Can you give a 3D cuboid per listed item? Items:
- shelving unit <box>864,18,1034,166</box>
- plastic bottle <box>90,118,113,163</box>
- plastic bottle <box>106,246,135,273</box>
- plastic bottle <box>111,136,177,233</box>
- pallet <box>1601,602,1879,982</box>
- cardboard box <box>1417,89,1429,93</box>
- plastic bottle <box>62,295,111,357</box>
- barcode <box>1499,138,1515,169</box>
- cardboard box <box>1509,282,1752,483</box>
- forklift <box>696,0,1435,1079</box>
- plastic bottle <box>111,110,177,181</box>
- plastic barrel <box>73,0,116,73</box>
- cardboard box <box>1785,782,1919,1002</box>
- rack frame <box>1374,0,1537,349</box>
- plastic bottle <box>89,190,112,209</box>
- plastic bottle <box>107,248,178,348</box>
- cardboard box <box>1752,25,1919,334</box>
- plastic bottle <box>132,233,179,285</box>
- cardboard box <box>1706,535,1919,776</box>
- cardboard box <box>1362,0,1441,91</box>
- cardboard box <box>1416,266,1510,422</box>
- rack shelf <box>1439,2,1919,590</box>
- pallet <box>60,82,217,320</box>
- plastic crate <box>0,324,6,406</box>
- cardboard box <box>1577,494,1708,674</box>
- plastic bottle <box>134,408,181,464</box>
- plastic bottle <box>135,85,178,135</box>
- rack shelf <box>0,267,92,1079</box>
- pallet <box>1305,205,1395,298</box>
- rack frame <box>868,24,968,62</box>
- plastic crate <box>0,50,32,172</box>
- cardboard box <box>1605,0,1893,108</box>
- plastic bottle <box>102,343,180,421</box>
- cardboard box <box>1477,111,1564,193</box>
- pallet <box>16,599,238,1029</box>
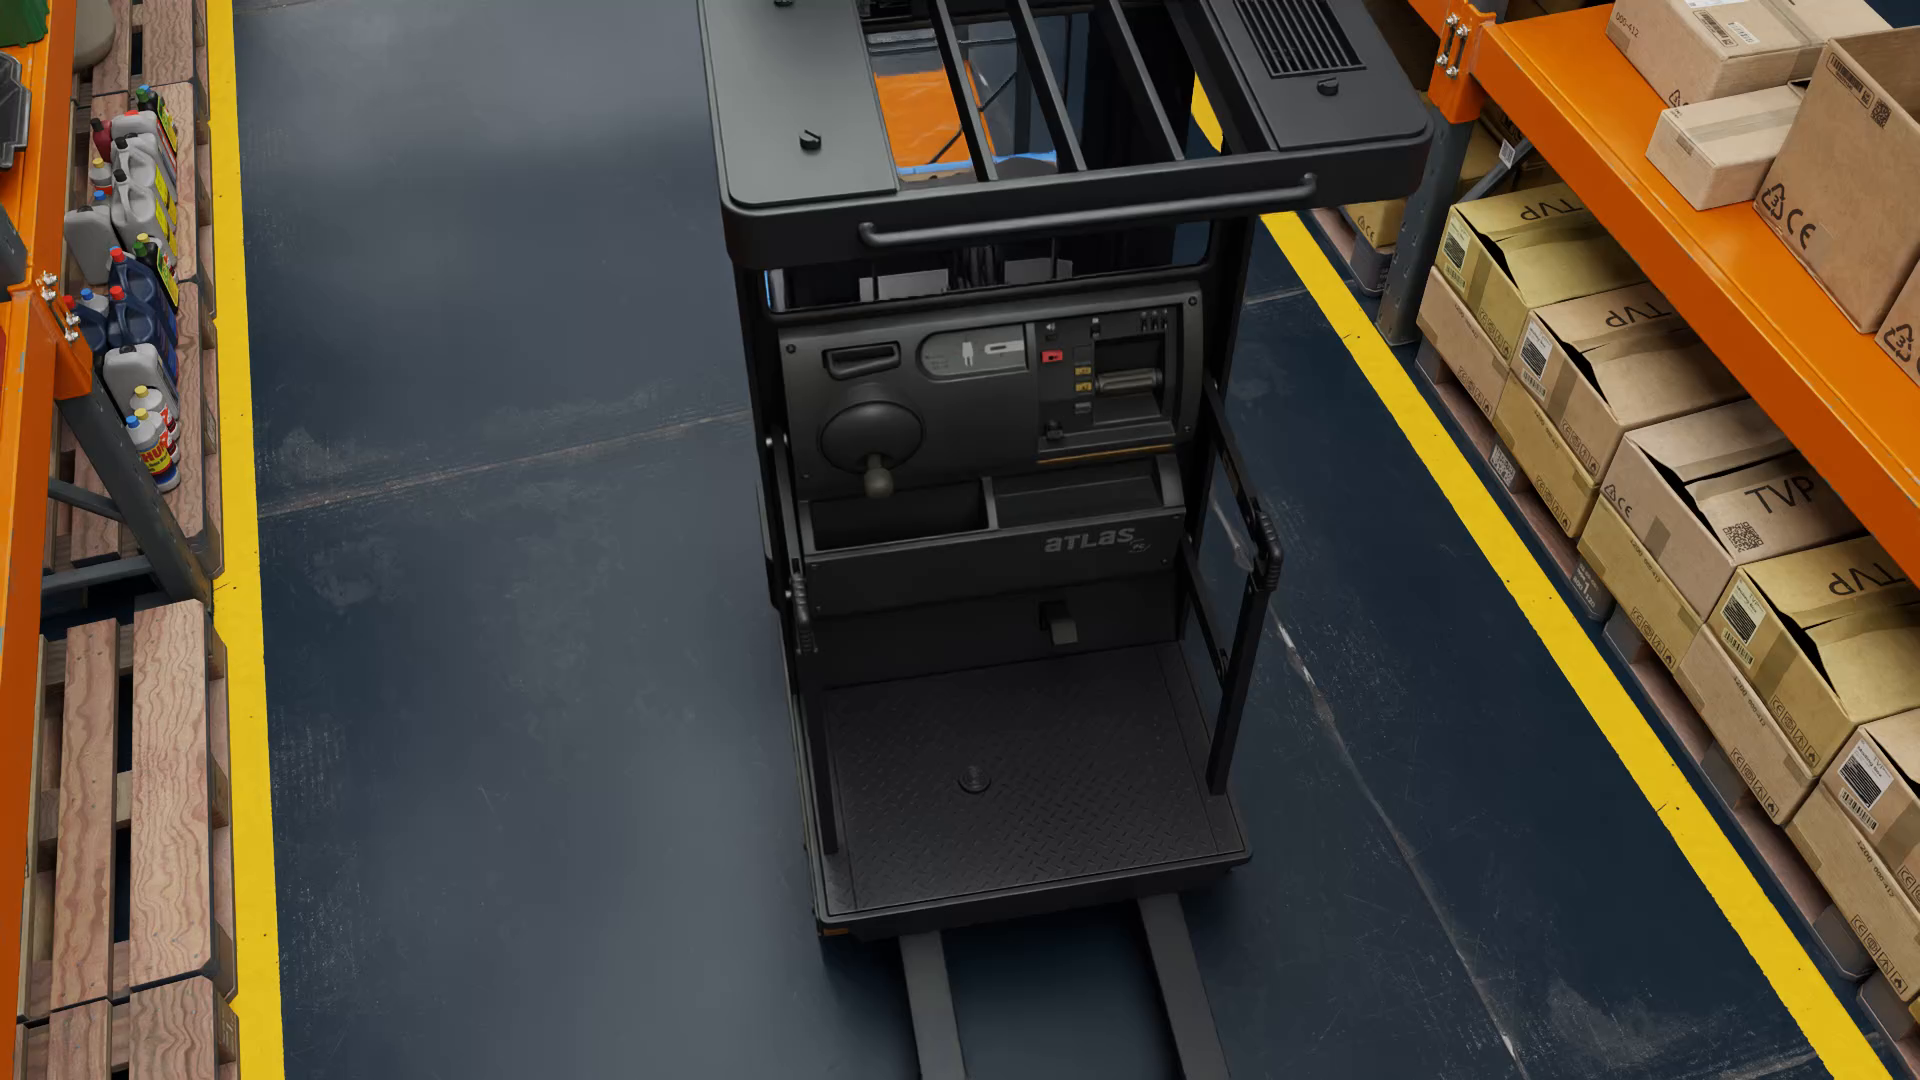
[{"bbox_3d":[-0.132,-1.321,5.382,0.587,1.500,1.083,-8,50,-6],"label":"shelving unit"},{"bbox_3d":[-3.046,-1.406,5.962,0.061,0.283,0.133,-13,51,-11],"label":"plastic bottle"},{"bbox_3d":[-2.749,-0.858,5.508,0.097,0.271,0.097,0,50,0],"label":"plastic bottle"},{"bbox_3d":[-2.850,-1.231,5.771,0.144,0.351,0.185,-11,51,-9],"label":"plastic bottle"},{"bbox_3d":[2.581,0.528,4.667,1.003,0.211,1.213,-13,51,-11],"label":"pallet"},{"bbox_3d":[1.477,-1.698,6.244,0.500,0.250,0.500,-13,51,-11],"label":"cardboard box"},{"bbox_3d":[-2.751,-0.614,5.251,0.144,0.351,0.185,-13,51,-11],"label":"plastic bottle"},{"bbox_3d":[1.639,-1.158,4.983,0.001,0.075,0.075,-13,51,-11],"label":"barcode"},{"bbox_3d":[1.989,-0.497,4.864,0.500,0.311,0.500,-14,51,-11],"label":"cardboard box"},{"bbox_3d":[0.117,-0.219,3.517,1.130,2.935,3.031,-8,50,-6],"label":"forklift"},{"bbox_3d":[-2.944,-1.428,5.986,0.152,0.276,0.135,-13,51,-11],"label":"plastic bottle"},{"bbox_3d":[-3.538,-2.101,6.412,0.421,0.512,0.421,0,50,0],"label":"plastic barrel"},{"bbox_3d":[2.454,0.807,4.131,0.500,0.250,0.500,-12,51,-10],"label":"cardboard box"},{"bbox_3d":[1.962,-1.793,4.799,1.000,3.000,0.127,-13,51,-11],"label":"rack frame"},{"bbox_3d":[-2.953,-1.123,5.778,0.097,0.201,0.097,0,50,0],"label":"plastic bottle"},{"bbox_3d":[-2.669,-0.785,5.394,0.144,0.351,0.185,-15,52,-13],"label":"plastic bottle"},{"bbox_3d":[2.329,-0.875,3.961,0.500,0.500,0.500,-10,51,-8],"label":"cardboard box"},{"bbox_3d":[-2.731,-0.948,5.630,0.097,0.201,0.097,0,50,0],"label":"plastic bottle"},{"bbox_3d":[2.302,0.258,4.227,0.500,0.311,0.500,-12,51,-10],"label":"cardboard box"},{"bbox_3d":[1.479,-1.940,5.957,0.500,0.500,0.500,-13,51,-11],"label":"cardboard box"},{"bbox_3d":[1.844,-0.691,5.394,0.500,0.250,0.500,-14,51,-12],"label":"cardboard box"},{"bbox_3d":[2.553,-0.100,3.843,1.077,0.370,4.000,-13,51,-11],"label":"rack shelf"},{"bbox_3d":[-3.295,-1.169,6.098,1.003,0.211,1.213,-13,51,-11],"label":"pallet"},{"bbox_3d":[-2.336,-0.411,3.593,0.402,0.464,0.583,-13,51,-11],"label":"plastic crate"},{"bbox_3d":[2.150,0.060,4.761,0.500,0.250,0.500,-15,51,-12],"label":"cardboard box"},{"bbox_3d":[-2.477,-0.321,5.101,0.097,0.201,0.097,0,50,0],"label":"plastic bottle"},{"bbox_3d":[-2.992,-1.594,6.175,0.097,0.201,0.097,0,50,0],"label":"plastic bottle"},{"bbox_3d":[-2.180,1.017,2.901,1.077,0.370,4.000,-13,51,-11],"label":"rack shelf"},{"bbox_3d":[1.766,-1.484,6.363,1.003,0.211,1.213,-13,51,-11],"label":"pallet"},{"bbox_3d":[-0.221,-1.710,5.711,0.500,1.500,0.032,-8,50,-6],"label":"rack frame"},{"bbox_3d":[-2.805,-1.066,4.228,0.767,0.338,0.504,-13,51,-11],"label":"plastic crate"},{"bbox_3d":[2.149,-1.395,4.562,0.500,0.250,0.500,-10,51,-9],"label":"cardboard box"},{"bbox_3d":[-2.569,-0.501,5.204,0.152,0.276,0.135,-12,51,-10],"label":"plastic bottle"},{"bbox_3d":[2.114,-1.449,6.033,0.500,0.250,0.500,-13,51,-11],"label":"cardboard box"},{"bbox_3d":[-2.502,0.788,4.447,1.003,0.211,1.213,-13,51,-11],"label":"pallet"}]
